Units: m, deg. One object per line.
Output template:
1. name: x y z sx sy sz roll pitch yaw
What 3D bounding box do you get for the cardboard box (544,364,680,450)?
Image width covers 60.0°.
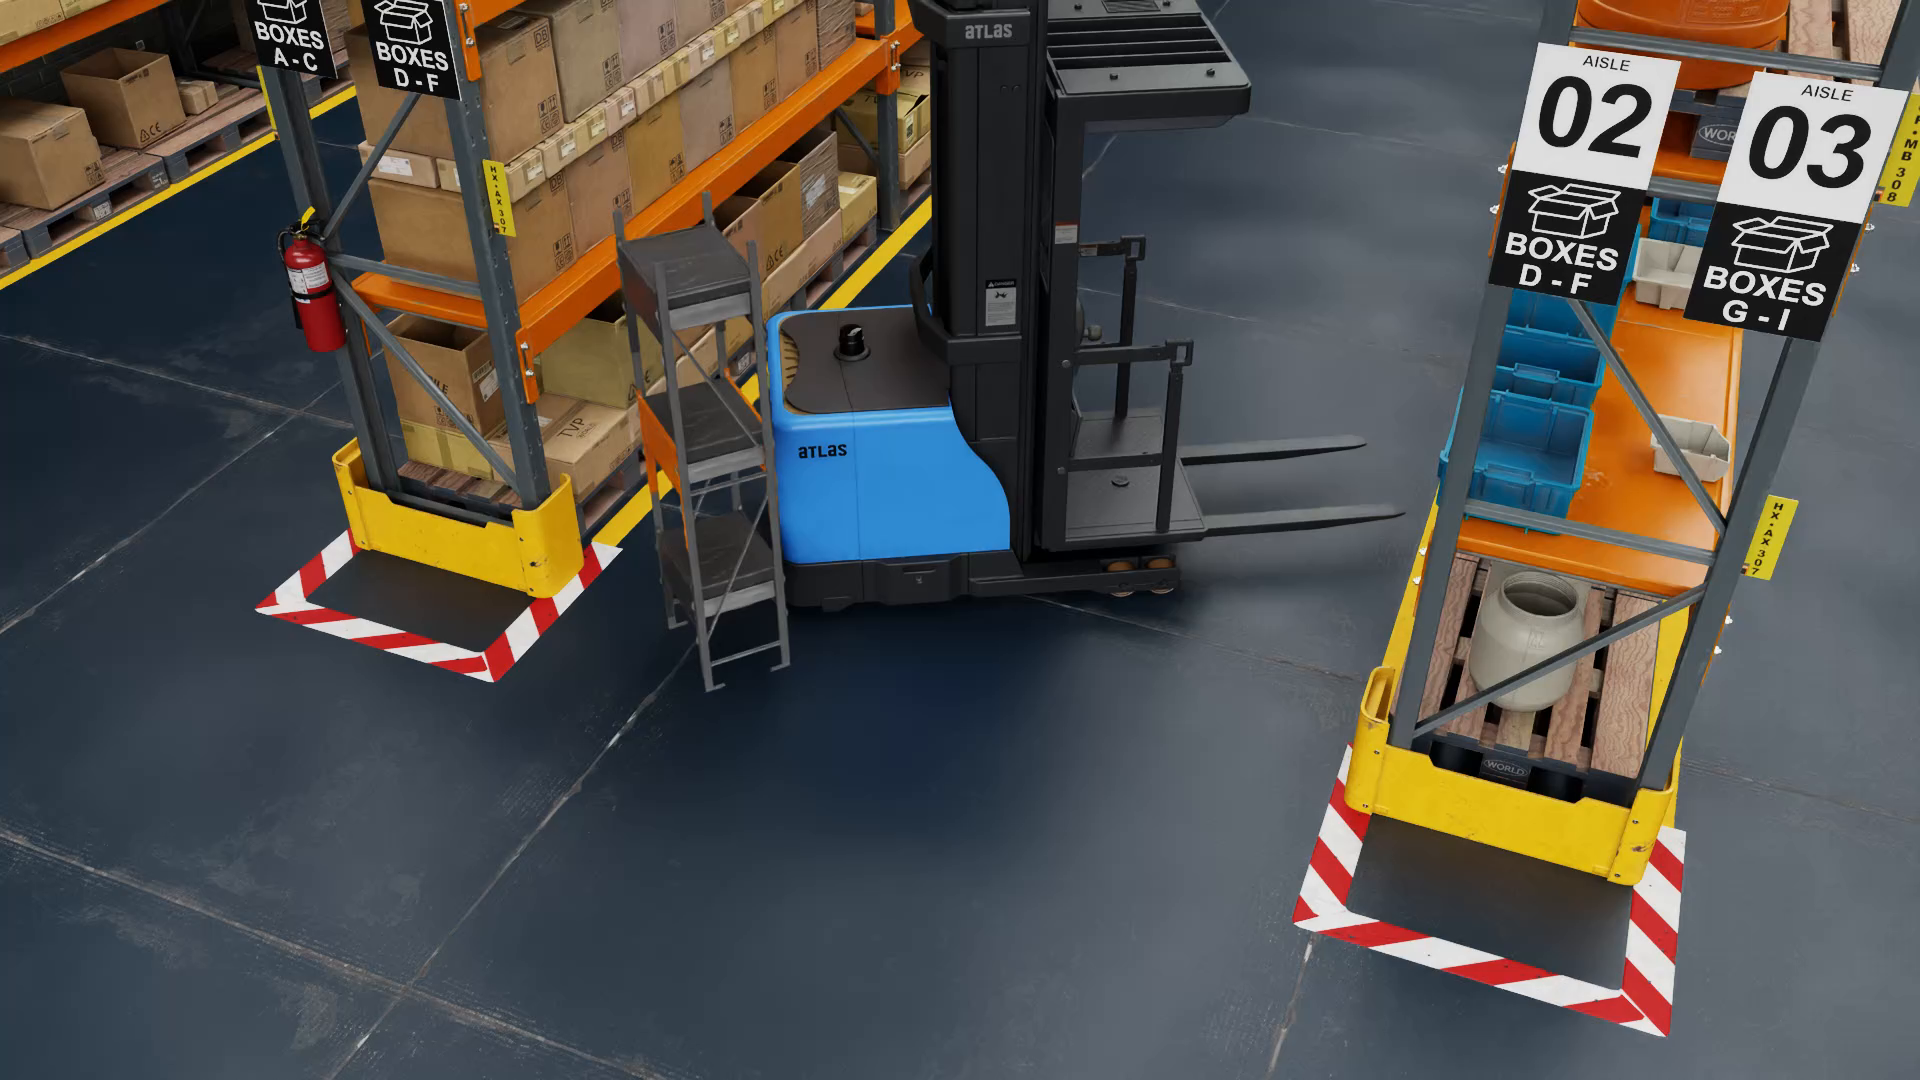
1. cardboard box: -1.807 -0.745 8.687 0.500 0.250 0.500 14 39 18

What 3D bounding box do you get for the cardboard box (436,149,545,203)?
1. cardboard box: -2.055 -1.622 7.290 0.380 0.149 0.250 14 39 17

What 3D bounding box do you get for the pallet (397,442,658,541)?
1. pallet: -2.151 -0.470 8.703 1.003 0.211 1.213 14 39 18

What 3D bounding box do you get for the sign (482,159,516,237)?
1. sign: -1.893 -1.403 6.832 0.100 0.325 0.005 14 39 18

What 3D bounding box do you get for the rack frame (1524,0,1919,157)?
1. rack frame: 2.176 -2.427 3.980 1.000 3.000 0.127 14 39 18

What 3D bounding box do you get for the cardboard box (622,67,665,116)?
1. cardboard box: -1.664 -2.194 8.055 0.380 0.149 0.250 13 39 16

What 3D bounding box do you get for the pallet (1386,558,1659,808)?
1. pallet: 2.475 0.592 7.282 1.003 0.211 1.213 14 39 18

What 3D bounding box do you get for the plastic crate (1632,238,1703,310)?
1. plastic crate: 3.314 -1.176 7.538 0.530 0.136 0.437 14 39 18

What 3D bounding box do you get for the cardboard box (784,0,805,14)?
1. cardboard box: -1.079 -3.042 9.189 0.380 0.149 0.250 14 39 18

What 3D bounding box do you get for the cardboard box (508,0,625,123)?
1. cardboard box: -1.999 -2.291 7.643 0.700 0.500 0.500 13 39 17

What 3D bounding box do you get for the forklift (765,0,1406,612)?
1. forklift: 0.619 -1.218 7.431 3.031 2.935 1.130 -4 37 -5

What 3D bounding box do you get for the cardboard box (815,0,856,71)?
1. cardboard box: -1.045 -3.162 9.891 0.700 0.500 0.500 13 39 17

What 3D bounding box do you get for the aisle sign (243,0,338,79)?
1. aisle sign: -2.700 -2.226 6.551 0.394 0.787 0.004 14 39 18

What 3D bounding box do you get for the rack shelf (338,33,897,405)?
1. rack shelf: -1.643 -1.973 8.986 1.077 0.370 4.000 14 39 18

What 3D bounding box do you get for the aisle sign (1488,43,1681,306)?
1. aisle sign: 1.874 -1.093 5.035 0.394 0.787 0.004 14 39 18

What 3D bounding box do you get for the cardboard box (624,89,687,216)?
1. cardboard box: -1.825 -2.015 8.357 0.700 0.500 0.500 14 39 18

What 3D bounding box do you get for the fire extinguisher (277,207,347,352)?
1. fire extinguisher: -2.878 -1.164 7.366 0.296 0.674 0.183 14 39 18

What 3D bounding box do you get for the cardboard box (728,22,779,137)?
1. cardboard box: -1.434 -2.591 9.128 0.700 0.500 0.500 14 39 18

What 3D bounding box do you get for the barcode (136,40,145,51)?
1. barcode: -5.892 -3.554 11.953 0.001 0.075 0.075 14 39 18

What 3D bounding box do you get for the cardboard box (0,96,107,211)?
1. cardboard box: -6.097 -2.529 10.848 0.700 0.500 0.500 11 38 15

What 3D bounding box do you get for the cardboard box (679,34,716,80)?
1. cardboard box: -1.470 -2.473 8.428 0.380 0.149 0.250 14 39 18

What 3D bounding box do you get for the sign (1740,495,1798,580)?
1. sign: 2.683 -0.007 5.523 0.100 0.325 0.005 14 39 18

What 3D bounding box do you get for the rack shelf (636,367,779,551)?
1. rack shelf: -1.057 -0.345 6.980 0.431 0.518 0.480 -17 40 -22

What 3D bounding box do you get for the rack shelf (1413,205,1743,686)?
1. rack shelf: 2.937 -0.843 7.473 1.077 0.370 4.000 14 39 18

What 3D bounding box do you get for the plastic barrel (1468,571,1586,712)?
1. plastic barrel: 2.355 0.423 6.906 0.421 0.512 0.421 0 37 0

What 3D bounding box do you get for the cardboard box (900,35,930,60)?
1. cardboard box: -0.103 -3.395 11.764 0.500 0.311 0.500 13 39 16

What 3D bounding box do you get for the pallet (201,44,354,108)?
1. pallet: -5.169 -3.810 13.171 1.003 0.211 1.213 14 39 18

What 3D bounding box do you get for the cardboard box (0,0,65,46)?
1. cardboard box: -5.929 -3.277 10.238 0.500 0.250 0.500 14 39 18

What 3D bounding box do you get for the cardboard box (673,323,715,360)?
1. cardboard box: -1.627 -1.325 8.836 0.500 0.500 0.500 14 39 18

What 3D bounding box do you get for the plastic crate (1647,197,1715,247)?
1. plastic crate: 3.528 -1.504 7.881 0.499 0.251 0.616 14 39 18

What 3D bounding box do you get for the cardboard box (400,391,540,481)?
1. cardboard box: -2.473 -0.585 8.473 0.500 0.250 0.500 14 39 18

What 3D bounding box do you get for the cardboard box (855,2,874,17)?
1. cardboard box: -0.735 -3.591 10.675 0.500 0.250 0.500 16 40 21

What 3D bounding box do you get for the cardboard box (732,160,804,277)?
1. cardboard box: -1.244 -1.878 9.576 0.500 0.500 0.500 14 39 18

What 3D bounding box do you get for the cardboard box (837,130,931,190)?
1. cardboard box: -0.499 -2.603 11.172 0.500 0.250 0.500 13 39 17

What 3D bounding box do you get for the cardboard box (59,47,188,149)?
1. cardboard box: -5.822 -3.086 11.594 0.500 0.500 0.500 11 38 14

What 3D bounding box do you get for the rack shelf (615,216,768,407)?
1. rack shelf: -1.057 -0.907 6.562 0.431 0.518 0.480 -17 40 -22

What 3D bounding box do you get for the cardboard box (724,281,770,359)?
1. cardboard box: -1.422 -1.297 9.426 0.500 0.250 0.500 14 39 18

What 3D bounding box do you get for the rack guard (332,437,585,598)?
1. rack guard: -2.413 -0.140 8.019 1.175 0.500 0.348 14 39 18

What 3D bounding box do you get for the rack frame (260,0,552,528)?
1. rack frame: -2.404 -1.154 7.289 1.000 3.000 0.127 14 39 18

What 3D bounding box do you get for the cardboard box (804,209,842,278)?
1. cardboard box: -1.055 -1.855 10.172 0.500 0.250 0.500 14 39 18

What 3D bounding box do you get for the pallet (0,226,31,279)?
1. pallet: -6.615 -1.647 10.278 1.003 0.211 1.213 14 39 18

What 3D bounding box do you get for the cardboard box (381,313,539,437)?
1. cardboard box: -2.475 -0.886 8.250 0.500 0.500 0.500 14 39 18

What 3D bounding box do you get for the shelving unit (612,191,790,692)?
1. shelving unit: -1.057 -0.356 6.971 0.431 2.100 0.503 -17 40 -22

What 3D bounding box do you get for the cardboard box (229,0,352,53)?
1. cardboard box: -5.200 -4.082 12.926 0.700 0.500 0.500 15 39 19

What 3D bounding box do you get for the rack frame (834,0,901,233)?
1. rack frame: -0.882 -3.369 10.252 1.000 3.000 0.127 14 39 18

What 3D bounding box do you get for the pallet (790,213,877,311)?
1. pallet: -1.223 -1.821 10.510 1.003 0.211 1.213 14 39 18

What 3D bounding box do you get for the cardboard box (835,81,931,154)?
1. cardboard box: -0.494 -2.832 11.011 0.500 0.311 0.500 14 39 18

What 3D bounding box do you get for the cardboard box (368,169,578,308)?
1. cardboard box: -2.214 -1.450 7.601 0.700 0.500 0.500 14 39 18

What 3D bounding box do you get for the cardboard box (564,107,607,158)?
1. cardboard box: -1.861 -1.907 7.670 0.380 0.149 0.250 14 39 18

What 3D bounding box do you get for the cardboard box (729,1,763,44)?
1. cardboard box: -1.272 -2.767 8.821 0.380 0.149 0.250 15 39 19

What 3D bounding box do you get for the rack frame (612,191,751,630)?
1. rack frame: -1.169 -0.486 7.145 0.400 2.100 0.015 -17 40 -22

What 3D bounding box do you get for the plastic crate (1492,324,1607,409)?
1. plastic crate: 2.342 -0.668 6.762 0.499 0.251 0.408 14 39 18

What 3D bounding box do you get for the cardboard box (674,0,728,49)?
1. cardboard box: -1.617 -2.848 8.387 0.700 0.500 0.500 14 39 18
